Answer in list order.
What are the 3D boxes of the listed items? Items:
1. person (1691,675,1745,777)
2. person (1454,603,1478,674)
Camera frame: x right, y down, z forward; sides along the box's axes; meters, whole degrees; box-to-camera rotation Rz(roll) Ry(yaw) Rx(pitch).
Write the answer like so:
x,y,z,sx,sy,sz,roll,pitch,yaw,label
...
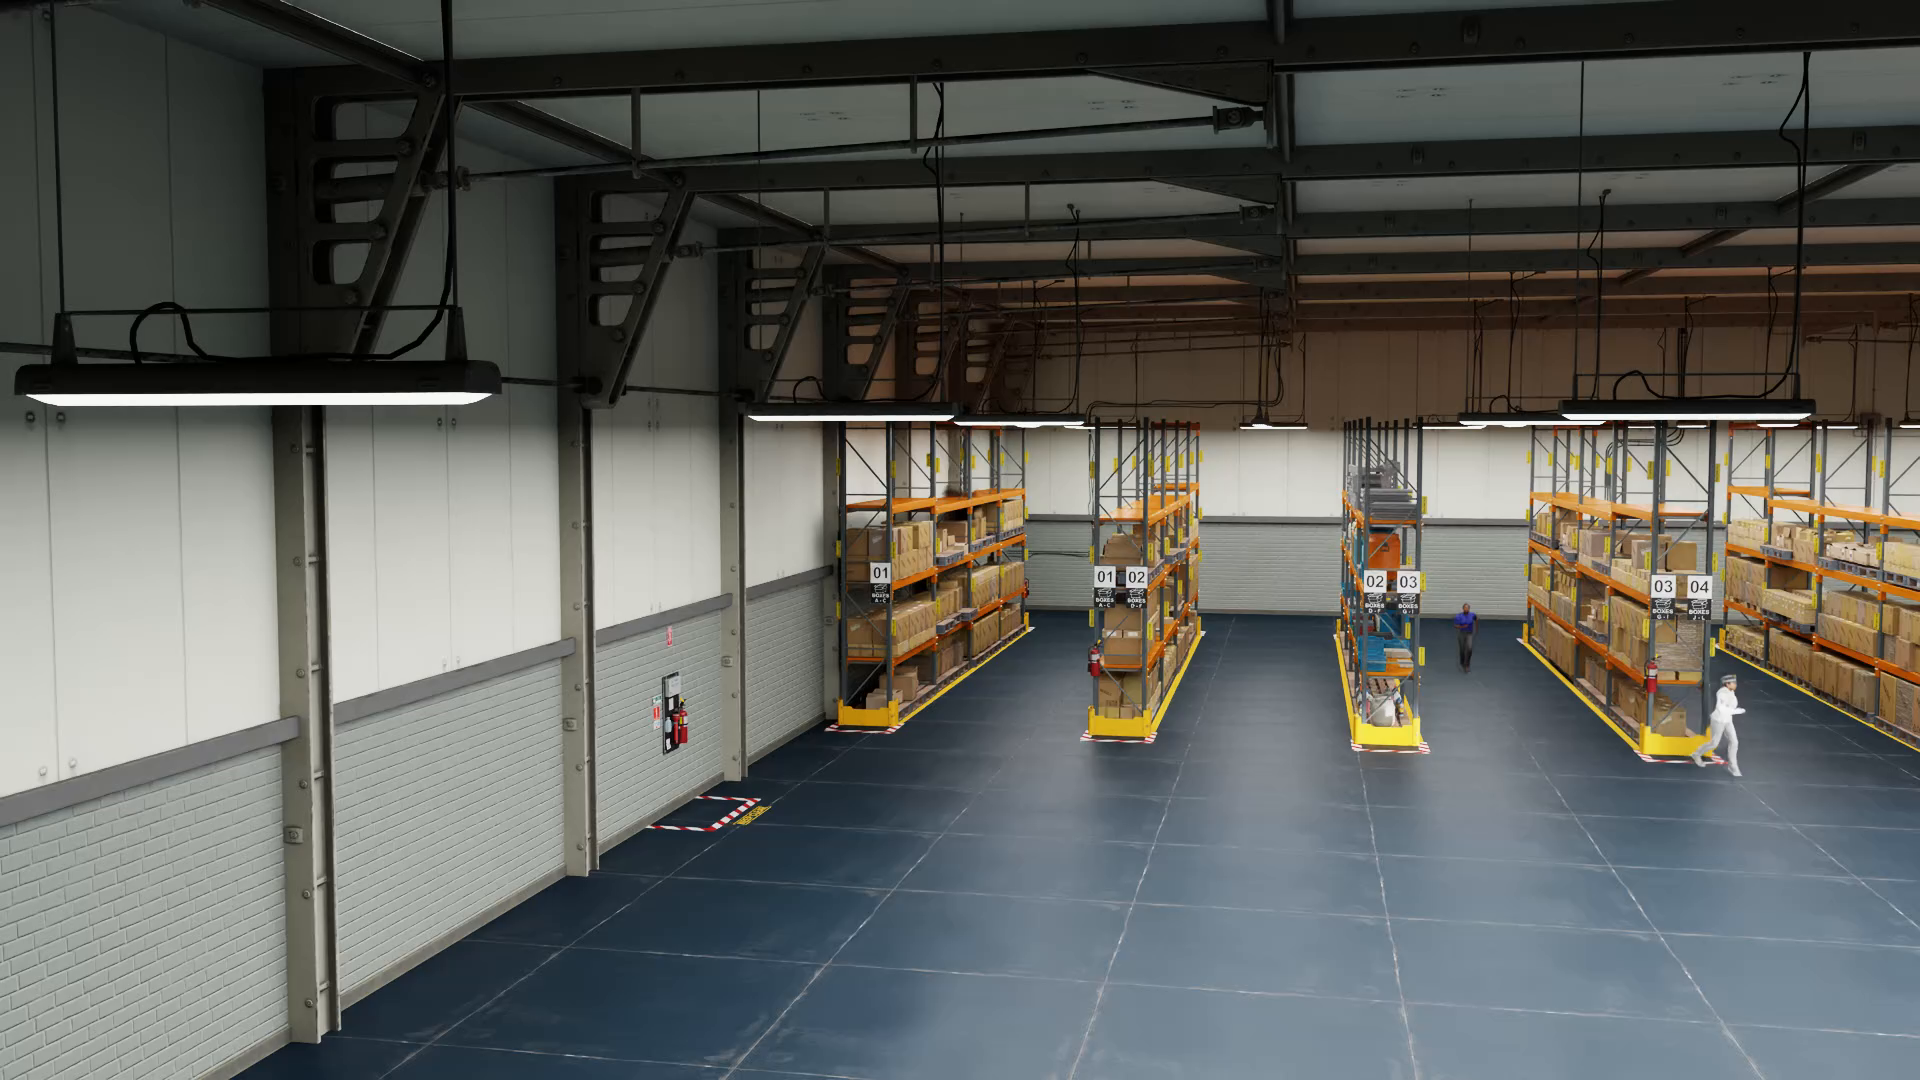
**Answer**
x,y,z,sx,sy,sz,roll,pitch,yaw,label
12.750,3.094,27.937,0.630,1.736,0.893,-3,5,-42,person
12.068,2.334,39.682,0.599,1.686,0.826,1,4,8,person
